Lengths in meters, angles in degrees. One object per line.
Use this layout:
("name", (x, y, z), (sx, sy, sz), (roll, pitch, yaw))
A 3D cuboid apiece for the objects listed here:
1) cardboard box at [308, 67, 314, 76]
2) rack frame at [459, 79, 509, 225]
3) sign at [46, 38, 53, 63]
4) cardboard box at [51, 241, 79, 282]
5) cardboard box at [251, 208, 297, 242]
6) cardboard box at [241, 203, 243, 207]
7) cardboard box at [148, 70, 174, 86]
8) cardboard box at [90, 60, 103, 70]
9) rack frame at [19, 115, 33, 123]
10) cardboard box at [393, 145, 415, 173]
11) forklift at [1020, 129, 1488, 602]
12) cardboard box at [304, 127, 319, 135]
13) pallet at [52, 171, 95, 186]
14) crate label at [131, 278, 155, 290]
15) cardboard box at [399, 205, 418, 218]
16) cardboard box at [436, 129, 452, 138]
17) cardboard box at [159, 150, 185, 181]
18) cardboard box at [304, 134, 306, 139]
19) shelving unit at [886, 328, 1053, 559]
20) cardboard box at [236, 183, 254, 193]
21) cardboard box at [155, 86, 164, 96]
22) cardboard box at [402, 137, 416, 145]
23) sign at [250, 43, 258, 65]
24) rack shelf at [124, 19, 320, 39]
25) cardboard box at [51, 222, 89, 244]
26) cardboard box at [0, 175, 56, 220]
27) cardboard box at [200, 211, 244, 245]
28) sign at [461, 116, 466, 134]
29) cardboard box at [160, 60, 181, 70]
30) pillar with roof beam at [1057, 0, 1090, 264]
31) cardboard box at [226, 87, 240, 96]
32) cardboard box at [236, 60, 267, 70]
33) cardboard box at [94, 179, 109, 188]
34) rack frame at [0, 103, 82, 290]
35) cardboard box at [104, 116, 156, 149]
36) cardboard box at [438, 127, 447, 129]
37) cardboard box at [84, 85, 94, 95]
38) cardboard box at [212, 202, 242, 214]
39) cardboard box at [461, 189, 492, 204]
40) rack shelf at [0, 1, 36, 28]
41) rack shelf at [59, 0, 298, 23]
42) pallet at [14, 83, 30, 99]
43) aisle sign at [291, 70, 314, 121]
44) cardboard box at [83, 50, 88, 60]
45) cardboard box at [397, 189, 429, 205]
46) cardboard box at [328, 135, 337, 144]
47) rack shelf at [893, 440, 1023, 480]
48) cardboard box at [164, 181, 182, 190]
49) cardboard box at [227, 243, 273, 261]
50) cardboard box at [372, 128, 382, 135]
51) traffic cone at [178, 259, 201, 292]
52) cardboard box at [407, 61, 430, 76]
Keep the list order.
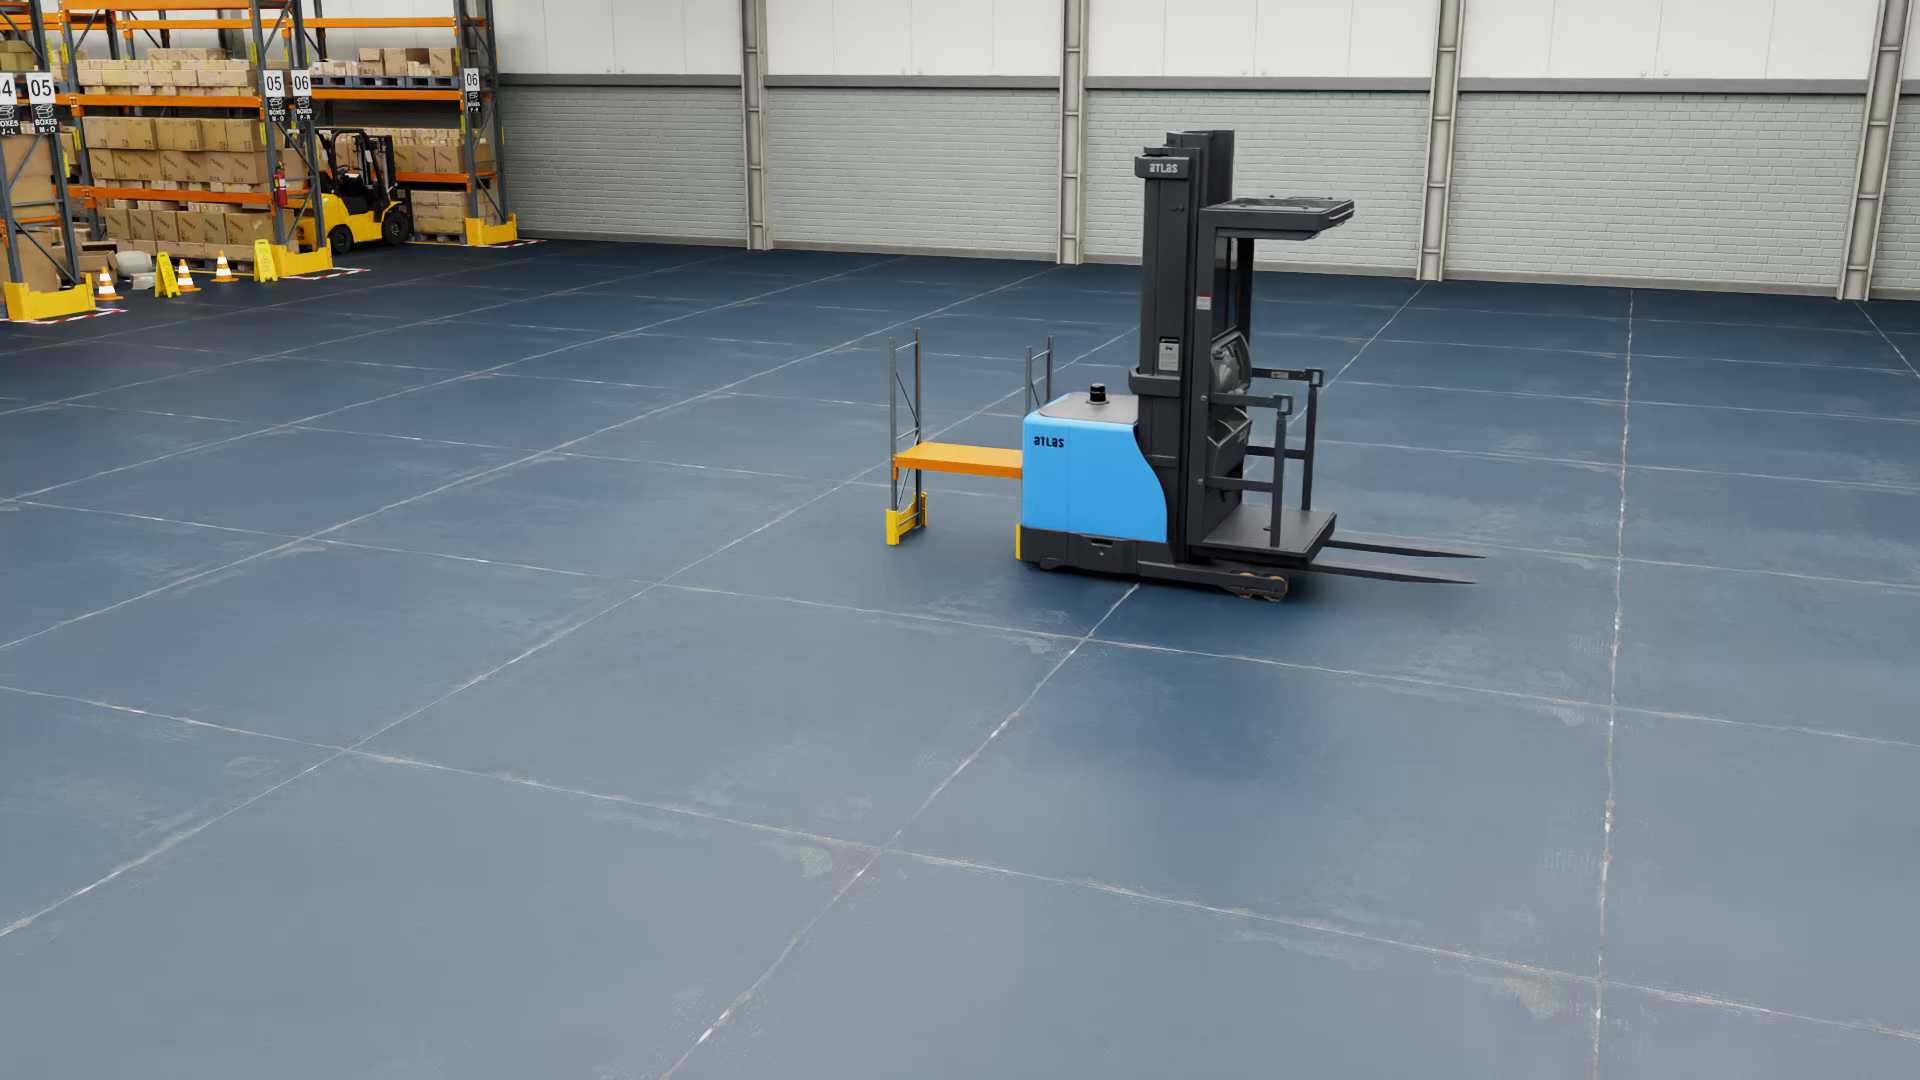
("cardboard box", (-12.362, -8.981, 31.867), (0.250, 0.149, 0.380), (7, 17, 22))
("rack frame", (-8.947, -7.127, 31.343), (0.127, 3.000, 1.000), (6, 17, 21))
("sign", (-12.277, -6.587, 22.392), (0.005, 0.325, 0.100), (6, 17, 21))
("cardboard box", (-14.200, -4.322, 25.916), (0.503, 0.637, 0.797), (6, 17, 21))
("cardboard box", (-11.436, -5.237, 27.667), (0.500, 0.500, 0.500), (6, 17, 19))
("cardboard box", (-14.576, -6.806, 33.742), (0.625, 0.625, 0.875), (6, 17, 18))
("cardboard box", (-12.762, -7.488, 26.941), (0.500, 0.250, 0.500), (6, 17, 21))
("cardboard box", (-14.060, -7.815, 27.354), (0.250, 0.149, 0.380), (7, 18, 22))
("rack frame", (-20.110, -8.355, 35.571), (0.127, 3.000, 1.000), (6, 17, 21))
("cardboard box", (-10.457, -7.265, 31.639), (0.500, 0.500, 0.500), (6, 17, 20))
("forklift", (1.978, -1.175, 10.964), (3.031, 2.935, 1.130), (7, 17, 22))
("cardboard box", (-12.480, -7.929, 32.229), (0.250, 0.149, 0.380), (7, 17, 22))
("pallet", (-15.143, -6.272, 28.743), (1.213, 0.211, 1.003), (6, 17, 21))
("crate label", (-12.483, -3.916, 25.416), (0.298, 0.136, 0.250), (-2, 16, -8))
("cardboard box", (-10.465, -6.318, 31.840), (0.500, 0.250, 0.500), (6, 17, 19))
("cardboard box", (-9.598, -7.629, 31.194), (0.250, 0.149, 0.380), (6, 17, 21))
("cardboard box", (-12.763, -6.175, 27.352), (0.500, 0.500, 0.500), (6, 17, 21))
("cardboard box", (-12.916, -7.987, 32.963), (0.250, 0.149, 0.380), (6, 17, 19))
("shelving unit", (0.071, -0.712, 11.938), (1.083, 1.500, 0.587), (6, 17, 21))
("cardboard box", (-11.467, -5.699, 26.873), (0.250, 0.149, 0.380), (6, 17, 20))
("cardboard box", (-12.849, -7.315, 27.060), (0.250, 0.149, 0.380), (6, 17, 21))
("cardboard box", (-10.332, -7.554, 31.470), (0.250, 0.149, 0.380), (6, 17, 19))
("sign", (-10.987, -7.563, 25.877), (0.005, 0.325, 0.100), (6, 17, 21))
("rack shelf", (-14.528, -10.084, 32.777), (4.000, 0.370, 1.077), (6, 17, 21))
("cardboard box", (-15.644, -5.314, 29.057), (0.625, 0.372, 0.950), (7, 18, 24))
("cardboard box", (-12.848, -4.643, 22.519), (0.550, 0.550, 0.875), (6, 17, 21))
("cardboard box", (-12.092, -5.147, 27.358), (0.500, 0.500, 0.500), (7, 18, 23))
("sign", (-9.159, -7.657, 30.669), (0.005, 0.325, 0.100), (6, 17, 21))
("cardboard box", (-12.626, -7.648, 26.779), (0.250, 0.149, 0.380), (7, 18, 22))
("pillar with roof beam", (0.320, -7.969, 23.483), (0.400, 9.000, 9.100), (6, 17, 21))
("cardboard box", (-11.442, -7.140, 26.458), (0.250, 0.149, 0.380), (6, 17, 21))
("cardboard box", (-11.187, -7.500, 26.268), (0.250, 0.149, 0.380), (6, 17, 21))
("cardboard box", (-14.310, -6.012, 27.954), (0.250, 0.149, 0.380), (6, 17, 20))
("rack frame", (-12.487, -4.545, 22.449), (0.127, 3.000, 1.000), (6, 17, 21))
("cardboard box", (-13.688, -6.760, 27.574), (0.500, 0.500, 0.700), (6, 17, 21))
("cardboard box", (-9.887, -7.807, 31.810), (0.250, 0.149, 0.380), (6, 17, 21))
("cardboard box", (-14.283, -7.472, 27.601), (0.250, 0.149, 0.380), (6, 17, 20))
("cardboard box", (-11.971, -5.427, 27.156), (0.250, 0.149, 0.380), (7, 18, 22))
("cardboard box", (-9.324, -6.587, 31.867), (0.500, 0.250, 0.500), (6, 17, 20))
("rack shelf", (-14.347, -7.093, 22.474), (4.000, 0.370, 1.077), (6, 17, 21))
("rack shelf", (-12.625, -8.578, 26.876), (4.000, 0.370, 1.077), (6, 17, 21))
("pallet", (-13.180, -6.016, 22.296), (1.213, 0.211, 1.003), (6, 17, 21))
("aisle sign", (-10.593, -7.162, 26.800), (0.004, 0.787, 0.394), (6, 17, 21))
("cardboard box", (-15.349, -8.271, 28.522), (0.500, 0.250, 0.500), (6, 17, 19))
("cardboard box", (-10.440, -6.554, 31.756), (0.500, 0.250, 0.500), (7, 17, 21))
("cardboard box", (-11.973, -7.749, 32.144), (0.250, 0.149, 0.380), (6, 17, 21))
("rack shelf", (0.079, -0.539, 11.985), (1.000, 0.185, 0.538), (6, 17, 21))
("cardboard box", (-12.879, -5.861, 27.431), (0.250, 0.149, 0.380), (6, 17, 20))
("cardboard box", (-11.637, -4.736, 27.285), (0.500, 0.250, 0.500), (6, 17, 20))
("cardboard box", (-11.014, -7.797, 31.774), (0.250, 0.149, 0.380), (6, 17, 21))
("traffic cone", (-11.729, -4.008, 25.149), (0.334, 0.463, 0.336), (6, 17, 21))
("cardboard box", (-10.065, -8.785, 30.981), (0.258, 0.266, 0.396), (6, 17, 21))
